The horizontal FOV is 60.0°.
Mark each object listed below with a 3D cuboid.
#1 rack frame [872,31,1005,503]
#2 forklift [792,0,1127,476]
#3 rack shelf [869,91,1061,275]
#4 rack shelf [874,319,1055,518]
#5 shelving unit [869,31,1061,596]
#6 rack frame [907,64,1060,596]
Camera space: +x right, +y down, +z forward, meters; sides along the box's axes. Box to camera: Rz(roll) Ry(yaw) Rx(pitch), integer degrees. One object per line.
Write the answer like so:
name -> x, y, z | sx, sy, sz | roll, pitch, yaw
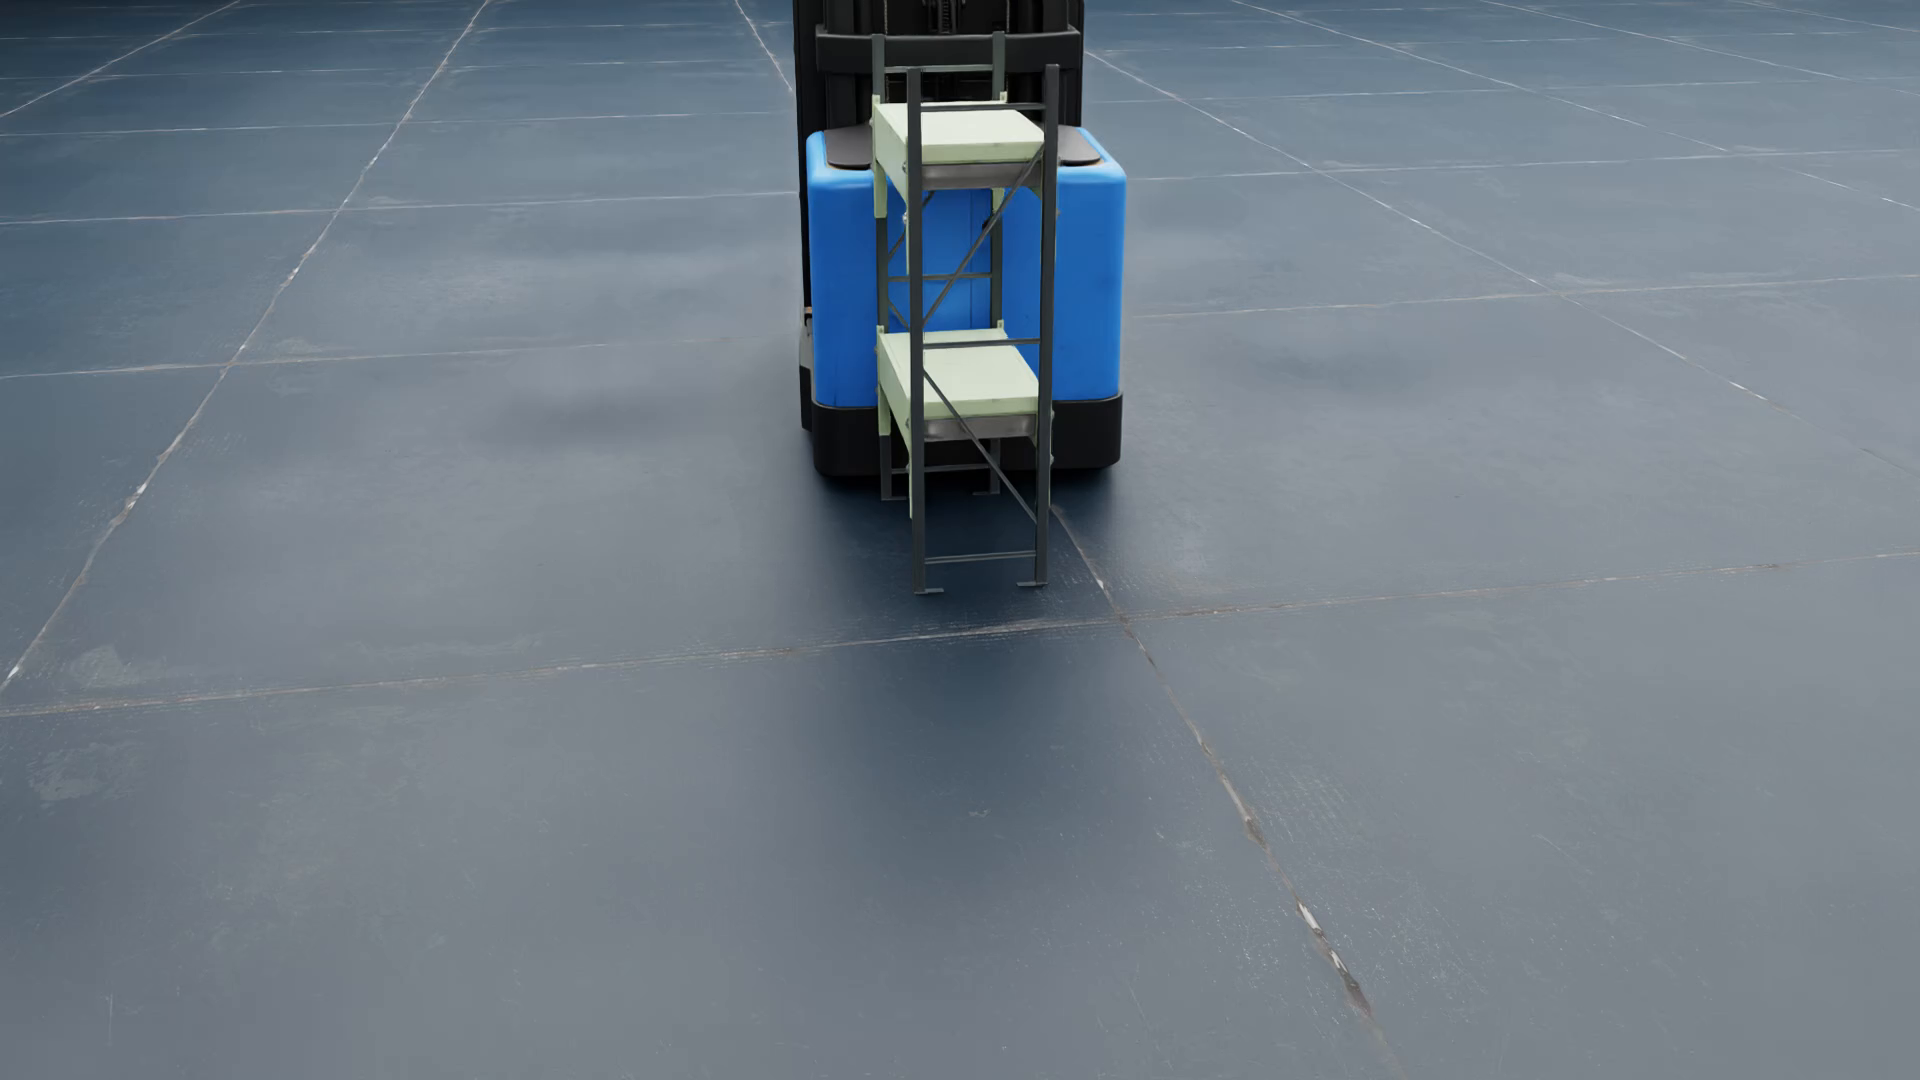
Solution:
rack frame -> -0.064, -0.830, 5.276 | 0.400, 1.500, 0.023 | -4, 24, -9
forklift -> -0.104, -2.108, 6.415 | 1.130, 2.935, 3.031 | -2, 24, -5
rack shelf -> -0.002, -1.043, 4.789 | 0.431, 0.370, 0.720 | -4, 24, -9
rack shelf -> -0.002, -0.387, 5.076 | 0.431, 0.370, 0.720 | -4, 24, -9
shelving unit -> -0.002, -0.686, 4.946 | 0.431, 1.500, 0.755 | -4, 24, -9
rack frame -> 0.061, -0.541, 4.615 | 0.400, 1.500, 0.023 | -4, 24, -9
